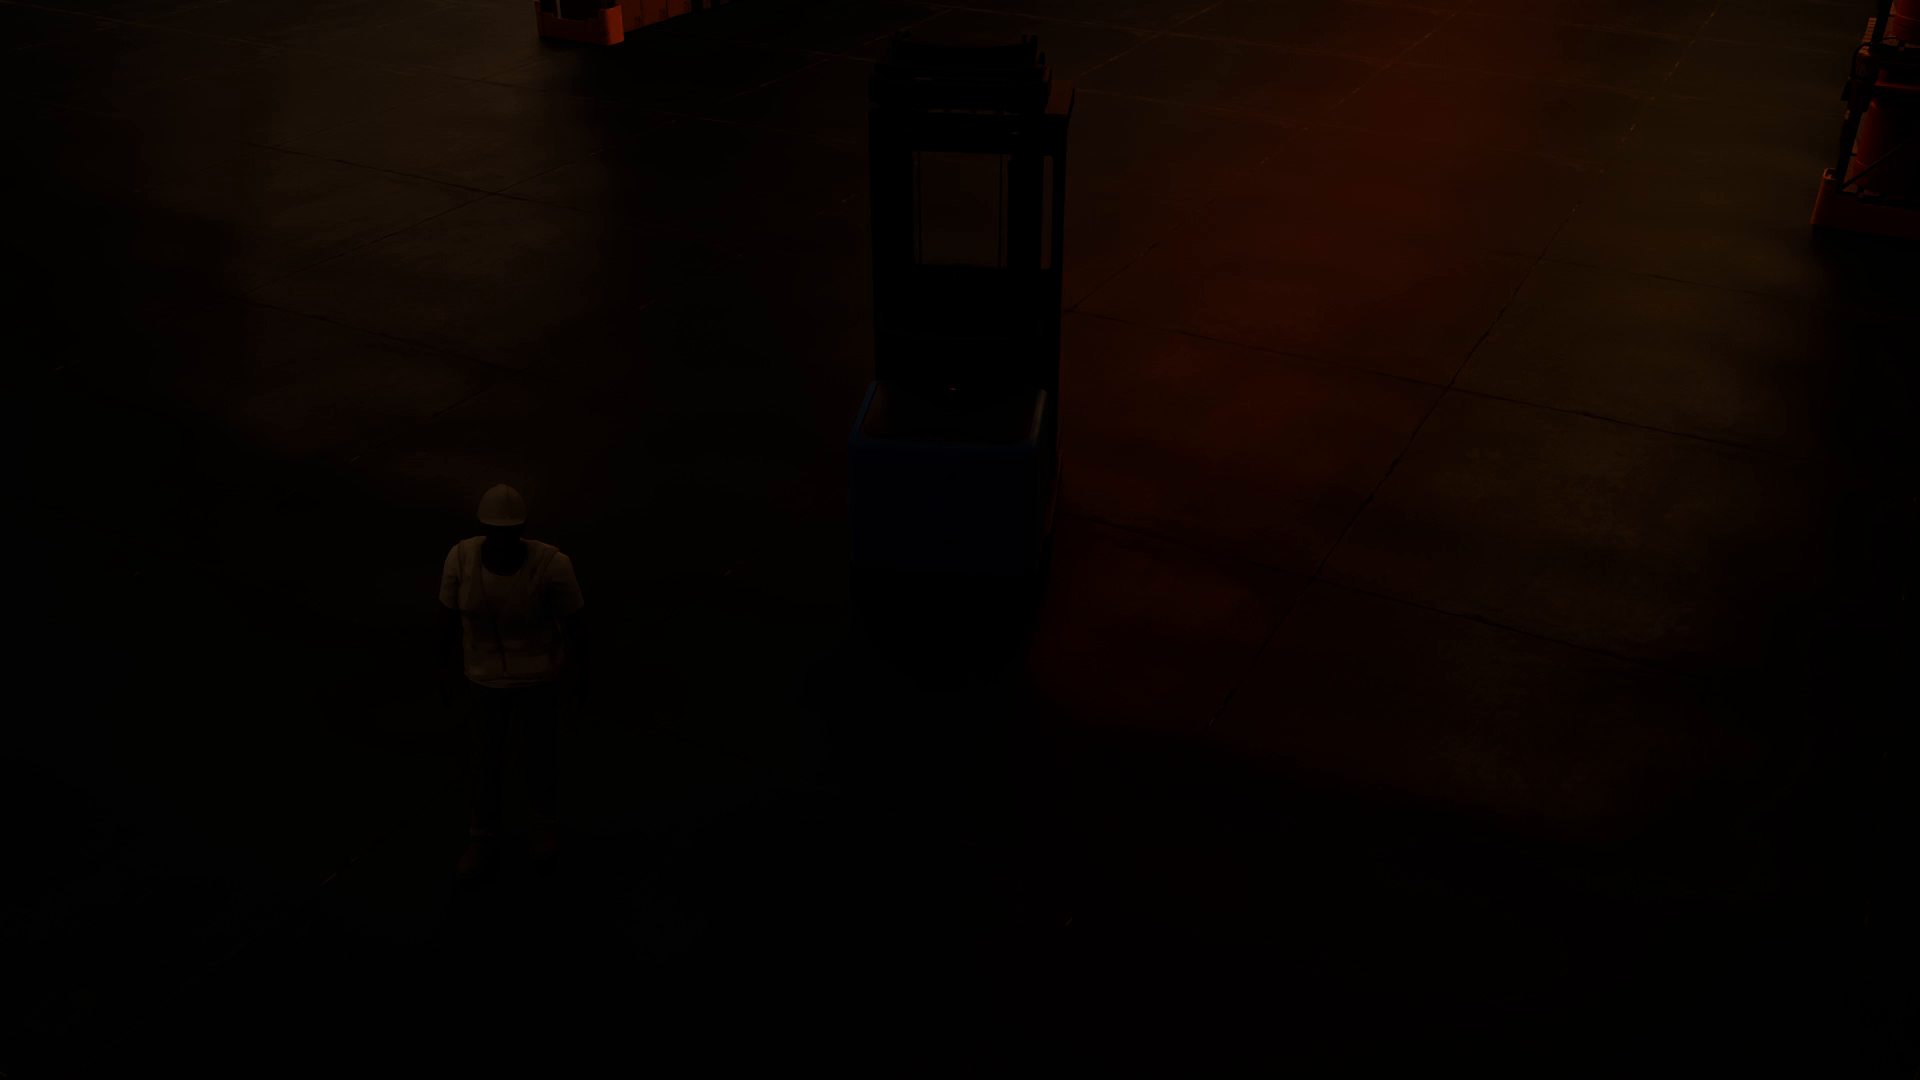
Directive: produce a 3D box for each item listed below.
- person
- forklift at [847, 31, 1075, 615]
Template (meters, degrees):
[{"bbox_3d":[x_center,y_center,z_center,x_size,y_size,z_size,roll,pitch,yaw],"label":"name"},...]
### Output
[{"bbox_3d":[-1.935,0.612,7.161,0.665,1.767,0.575,-1,30,-1],"label":"person"},{"bbox_3d":[0.072,-1.572,9.794,1.130,2.935,3.031,3,30,6],"label":"forklift"}]
